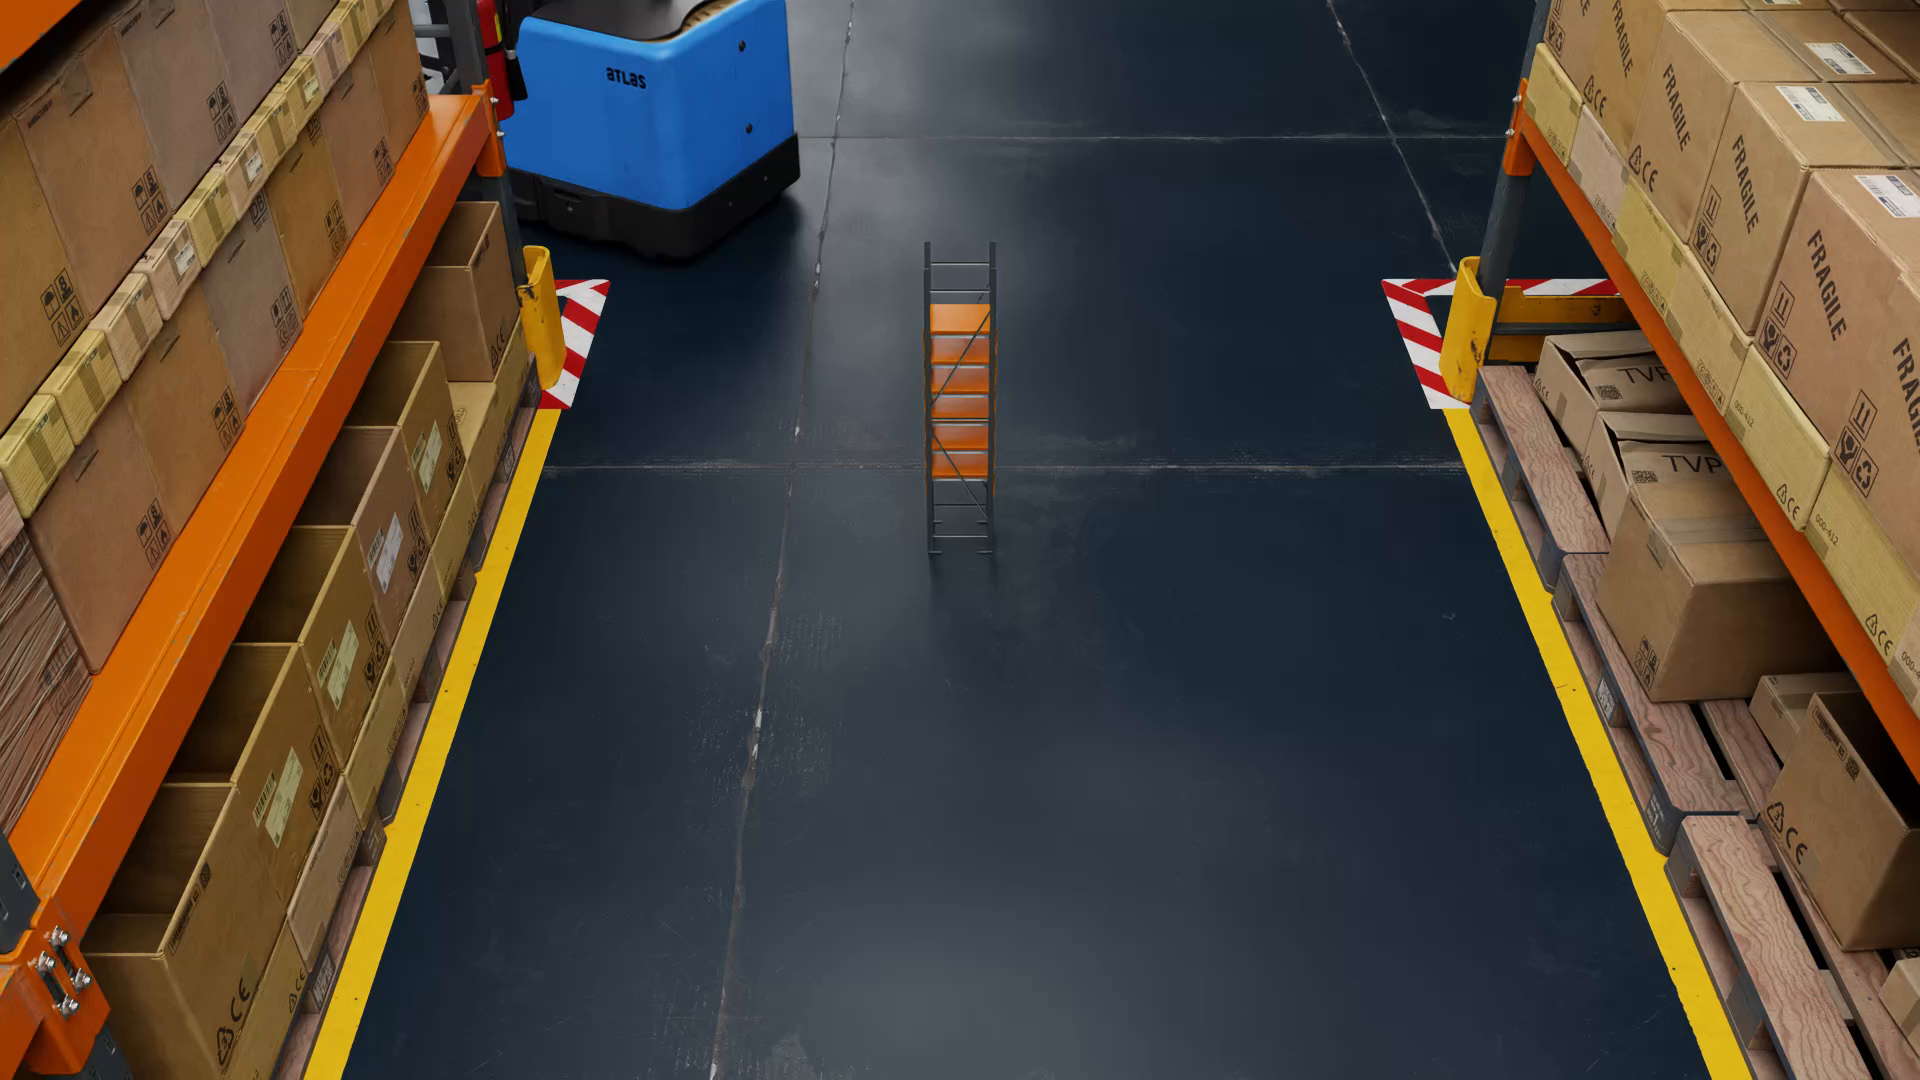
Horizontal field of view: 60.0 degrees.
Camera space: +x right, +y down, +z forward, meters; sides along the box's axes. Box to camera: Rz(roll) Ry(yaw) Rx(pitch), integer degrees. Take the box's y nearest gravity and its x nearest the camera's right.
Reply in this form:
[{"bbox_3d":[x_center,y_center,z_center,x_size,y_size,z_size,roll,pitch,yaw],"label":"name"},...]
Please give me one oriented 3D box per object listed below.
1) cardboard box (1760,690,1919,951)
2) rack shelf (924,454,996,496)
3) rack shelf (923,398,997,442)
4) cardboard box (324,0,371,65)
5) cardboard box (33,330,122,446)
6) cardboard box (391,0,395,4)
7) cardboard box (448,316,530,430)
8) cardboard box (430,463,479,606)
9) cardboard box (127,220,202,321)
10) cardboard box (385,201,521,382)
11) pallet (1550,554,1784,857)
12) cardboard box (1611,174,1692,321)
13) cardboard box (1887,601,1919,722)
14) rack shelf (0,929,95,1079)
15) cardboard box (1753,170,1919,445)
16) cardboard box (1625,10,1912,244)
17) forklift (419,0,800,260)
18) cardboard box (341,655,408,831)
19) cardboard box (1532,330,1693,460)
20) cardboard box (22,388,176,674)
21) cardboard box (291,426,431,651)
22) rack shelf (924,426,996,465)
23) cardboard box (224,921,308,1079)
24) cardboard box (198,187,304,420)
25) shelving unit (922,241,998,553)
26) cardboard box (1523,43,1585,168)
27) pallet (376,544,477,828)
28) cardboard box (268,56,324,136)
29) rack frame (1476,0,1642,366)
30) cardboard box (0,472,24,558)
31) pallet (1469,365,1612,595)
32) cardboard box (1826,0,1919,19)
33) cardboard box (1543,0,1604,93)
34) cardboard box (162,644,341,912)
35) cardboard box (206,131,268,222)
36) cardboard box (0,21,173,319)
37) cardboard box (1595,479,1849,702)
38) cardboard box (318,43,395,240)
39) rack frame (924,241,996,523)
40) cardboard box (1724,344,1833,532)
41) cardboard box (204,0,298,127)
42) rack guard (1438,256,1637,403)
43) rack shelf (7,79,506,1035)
[{"bbox_3d":[2.616,0.755,4.556,0.500,0.500,0.500,-3,39,-3],"label":"cardboard box"},{"bbox_3d":[0.000,-0.255,6.064,0.258,0.103,0.180,0,39,0],"label":"rack shelf"},{"bbox_3d":[0.000,-0.443,5.914,0.258,0.103,0.180,0,39,0],"label":"rack shelf"},{"bbox_3d":[-2.108,-1.625,5.280,0.380,0.149,0.250,-1,39,-1],"label":"cardboard box"},{"bbox_3d":[-2.107,-0.336,3.672,0.380,0.149,0.250,0,39,0],"label":"cardboard box"},{"bbox_3d":[-2.110,-1.948,5.684,0.380,0.149,0.250,-1,39,-1],"label":"cardboard box"},{"bbox_3d":[-2.005,-0.651,6.526,0.500,0.250,0.500,0,39,0],"label":"cardboard box"},{"bbox_3d":[-1.990,-0.025,5.746,0.500,0.250,0.500,0,39,0],"label":"cardboard box"},{"bbox_3d":[-2.108,-0.660,4.076,0.380,0.149,0.250,-1,39,-1],"label":"cardboard box"},{"bbox_3d":[-2.002,-0.943,6.292,0.500,0.500,0.500,0,39,0],"label":"cardboard box"},{"bbox_3d":[2.617,0.504,5.452,1.003,0.211,1.213,0,39,0],"label":"pallet"},{"bbox_3d":[2.346,-0.901,5.080,0.500,0.250,0.500,-1,39,-1],"label":"cardboard box"},{"bbox_3d":[2.354,0.355,3.512,0.500,0.250,0.500,0,39,0],"label":"cardboard box"},{"bbox_3d":[-2.294,2.138,1.759,1.077,0.370,4.000,0,39,0],"label":"rack shelf"},{"bbox_3d":[2.352,-0.564,4.059,0.500,0.500,0.500,-1,39,-1],"label":"cardboard box"},{"bbox_3d":[2.338,-1.212,4.868,0.500,0.500,0.500,-1,39,-2],"label":"cardboard box"},{"bbox_3d":[-2.356,-3.123,7.803,3.031,2.935,1.130,19,42,22],"label":"forklift"},{"bbox_3d":[-1.984,0.600,4.965,0.500,0.250,0.500,0,39,0],"label":"cardboard box"},{"bbox_3d":[2.564,-0.590,6.386,0.500,0.311,0.500,-4,39,-5],"label":"cardboard box"},{"bbox_3d":[-2.310,-0.040,3.821,0.700,0.500,0.500,0,39,-1],"label":"cardboard box"},{"bbox_3d":[-1.987,-0.005,5.121,0.500,0.500,0.500,0,39,0],"label":"cardboard box"},{"bbox_3d":[0.000,-0.349,5.989,0.258,0.103,0.180,0,39,0],"label":"rack shelf"},{"bbox_3d":[-1.993,1.226,4.185,0.500,0.250,0.500,0,39,0],"label":"cardboard box"},{"bbox_3d":[-2.308,-0.674,4.612,0.700,0.500,0.500,1,39,1],"label":"cardboard box"},{"bbox_3d":[0.000,-0.477,5.886,0.258,1.200,0.189,0,39,0],"label":"shelving unit"},{"bbox_3d":[2.336,-1.545,5.883,0.500,0.250,0.500,-1,39,-1],"label":"cardboard box"},{"bbox_3d":[-2.259,0.433,5.541,1.003,0.211,1.213,0,39,0],"label":"pallet"},{"bbox_3d":[-2.109,-1.303,4.879,0.380,0.149,0.250,1,39,1],"label":"cardboard box"},{"bbox_3d":[2.653,-1.901,6.223,1.000,3.000,0.127,0,39,0],"label":"rack frame"},{"bbox_3d":[-2.103,-0.011,3.266,0.380,0.149,0.250,0,39,1],"label":"cardboard box"},{"bbox_3d":[2.619,-0.257,6.402,1.003,0.211,1.213,0,39,0],"label":"pallet"},{"bbox_3d":[2.857,-1.533,5.269,0.500,0.500,0.500,0,39,1],"label":"cardboard box"},{"bbox_3d":[2.353,-1.844,5.656,0.500,0.500,0.500,0,39,0],"label":"cardboard box"},{"bbox_3d":[-1.992,0.620,4.341,0.500,0.500,0.500,0,39,0],"label":"cardboard box"},{"bbox_3d":[-2.106,-0.978,4.473,0.380,0.149,0.250,-1,39,-1],"label":"cardboard box"},{"bbox_3d":[-2.305,-0.845,3.789,0.700,0.500,0.500,0,39,0],"label":"cardboard box"},{"bbox_3d":[2.515,0.151,5.310,0.700,0.500,0.500,-2,39,-3],"label":"cardboard box"},{"bbox_3d":[-2.308,-1.313,5.410,0.700,0.500,0.500,1,39,1],"label":"cardboard box"},{"bbox_3d":[0.000,-0.534,5.957,0.240,1.200,0.006,0,39,0],"label":"rack frame"},{"bbox_3d":[2.346,-0.271,4.293,0.500,0.250,0.500,0,39,0],"label":"cardboard box"},{"bbox_3d":[-2.305,-1.471,4.569,0.700,0.500,0.500,0,39,0],"label":"cardboard box"},{"bbox_3d":[2.653,-0.878,6.946,1.175,0.500,0.348,0,39,0],"label":"rack guard"},{"bbox_3d":[-2.298,-0.363,4.880,1.077,0.370,4.000,0,39,0],"label":"rack shelf"}]
